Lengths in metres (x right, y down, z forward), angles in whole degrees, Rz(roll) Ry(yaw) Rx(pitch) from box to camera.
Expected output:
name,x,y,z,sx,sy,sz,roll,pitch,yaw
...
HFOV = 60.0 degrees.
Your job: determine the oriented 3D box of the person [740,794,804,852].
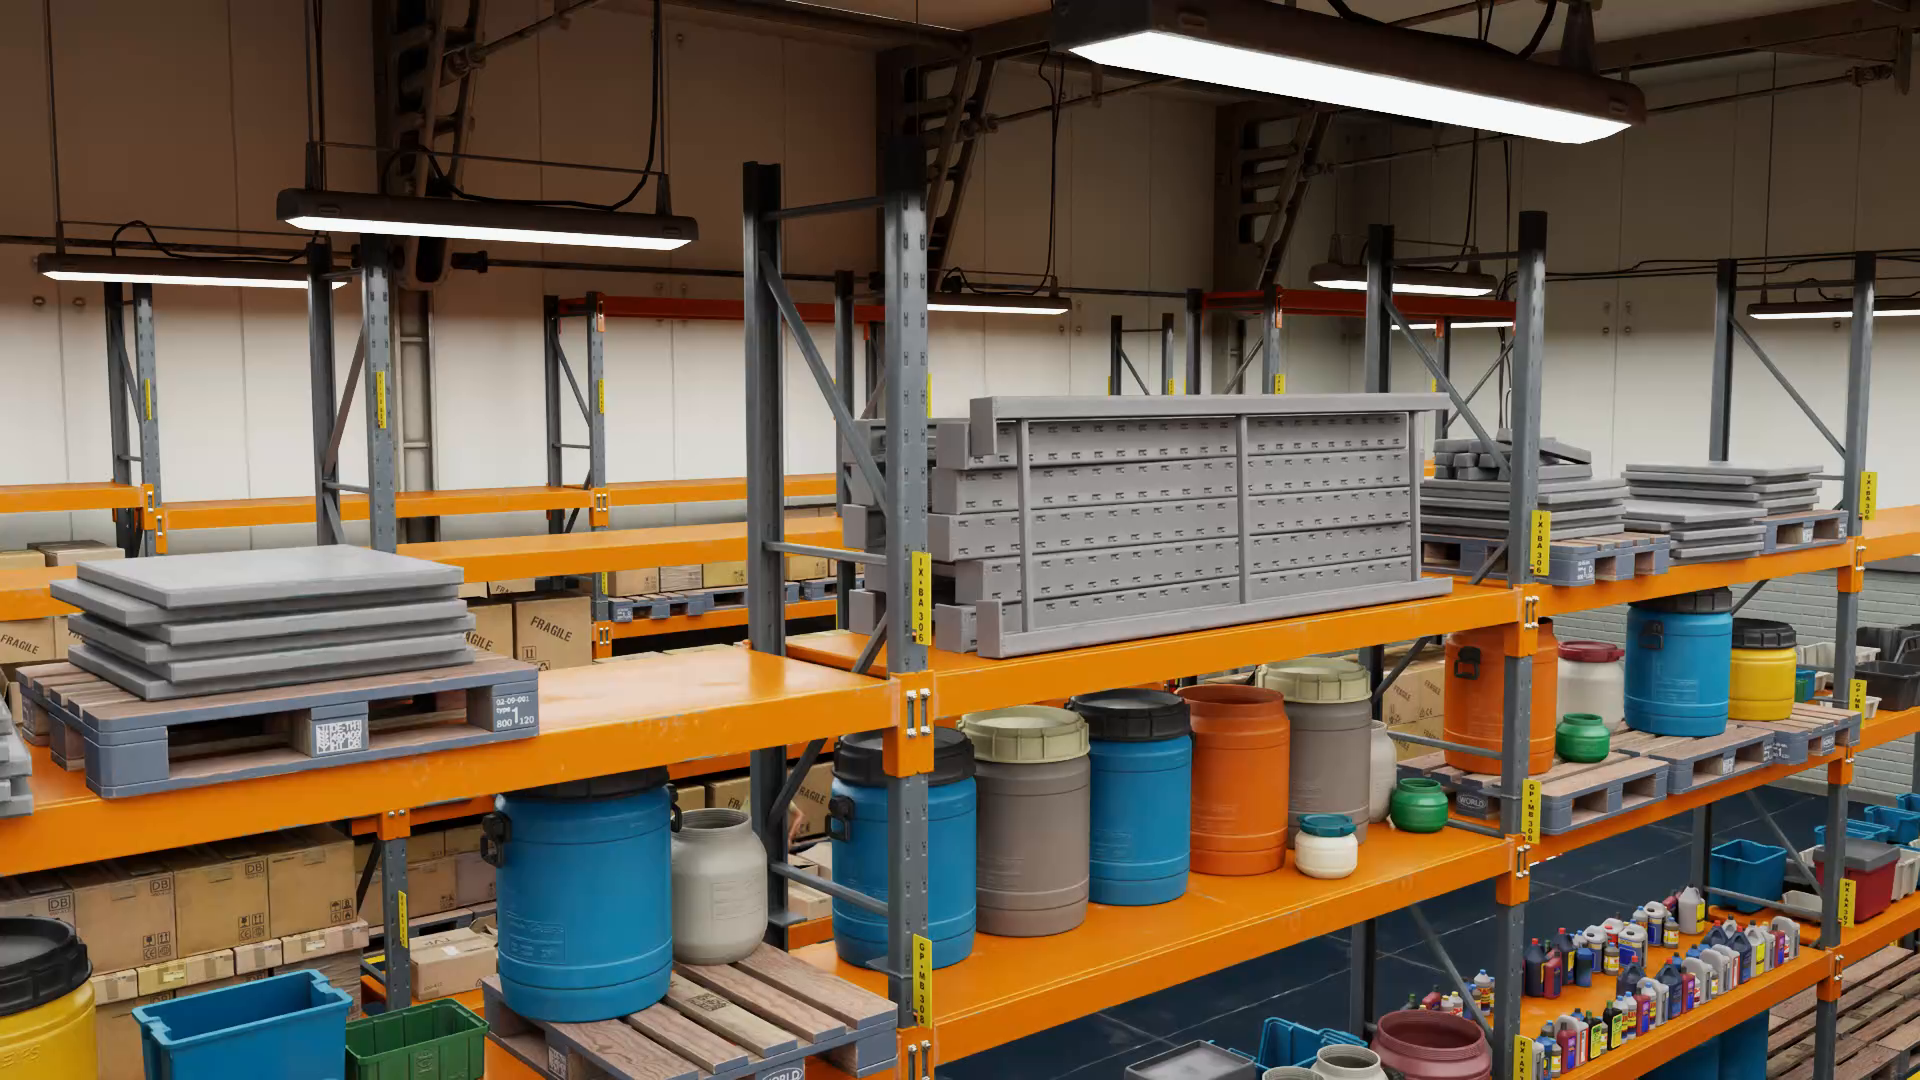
name,x,y,z,sx,sy,sz,roll,pitch,yaw
person,-1.770,2.876,15.080,0.568,1.711,0.868,5,7,40
